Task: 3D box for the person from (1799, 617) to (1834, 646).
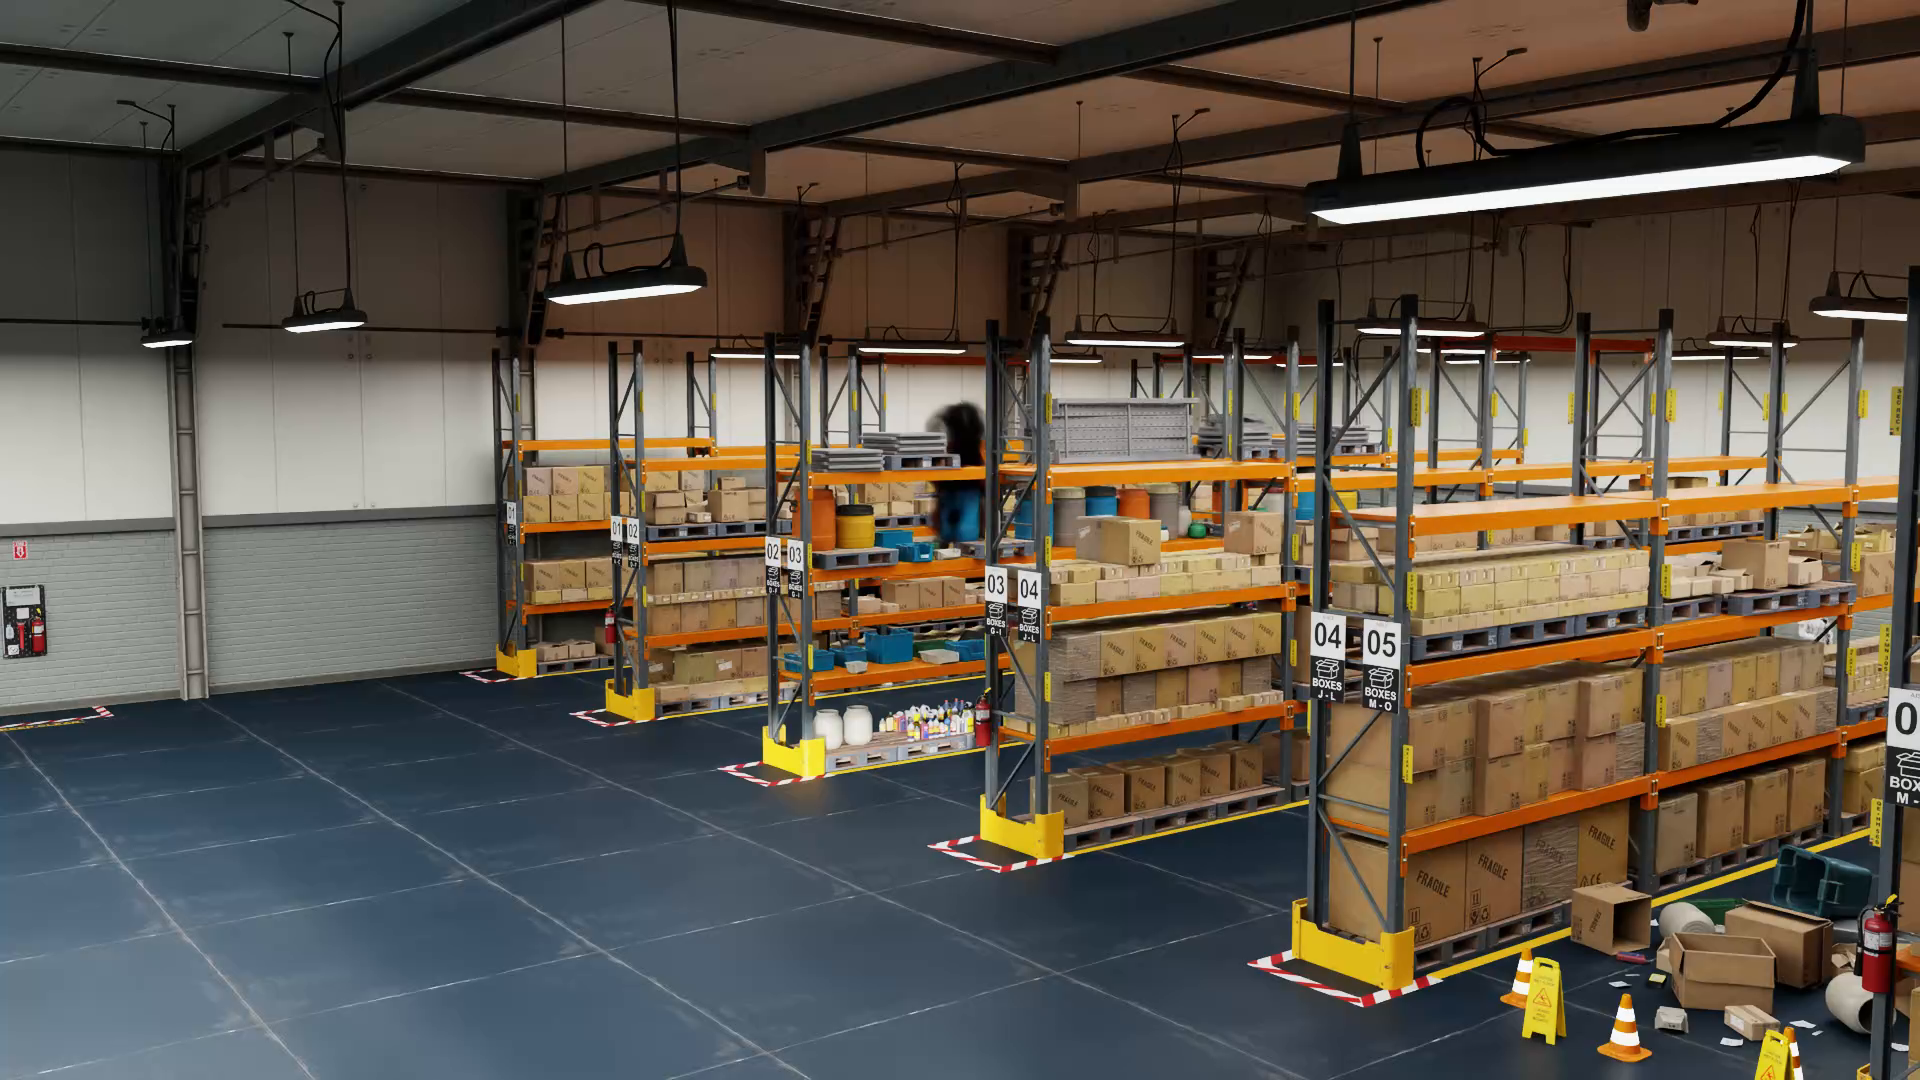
[{"bbox_3d":[14.626,1.840,28.408,0.589,1.706,0.696,1,5,14],"label":"person"}]
